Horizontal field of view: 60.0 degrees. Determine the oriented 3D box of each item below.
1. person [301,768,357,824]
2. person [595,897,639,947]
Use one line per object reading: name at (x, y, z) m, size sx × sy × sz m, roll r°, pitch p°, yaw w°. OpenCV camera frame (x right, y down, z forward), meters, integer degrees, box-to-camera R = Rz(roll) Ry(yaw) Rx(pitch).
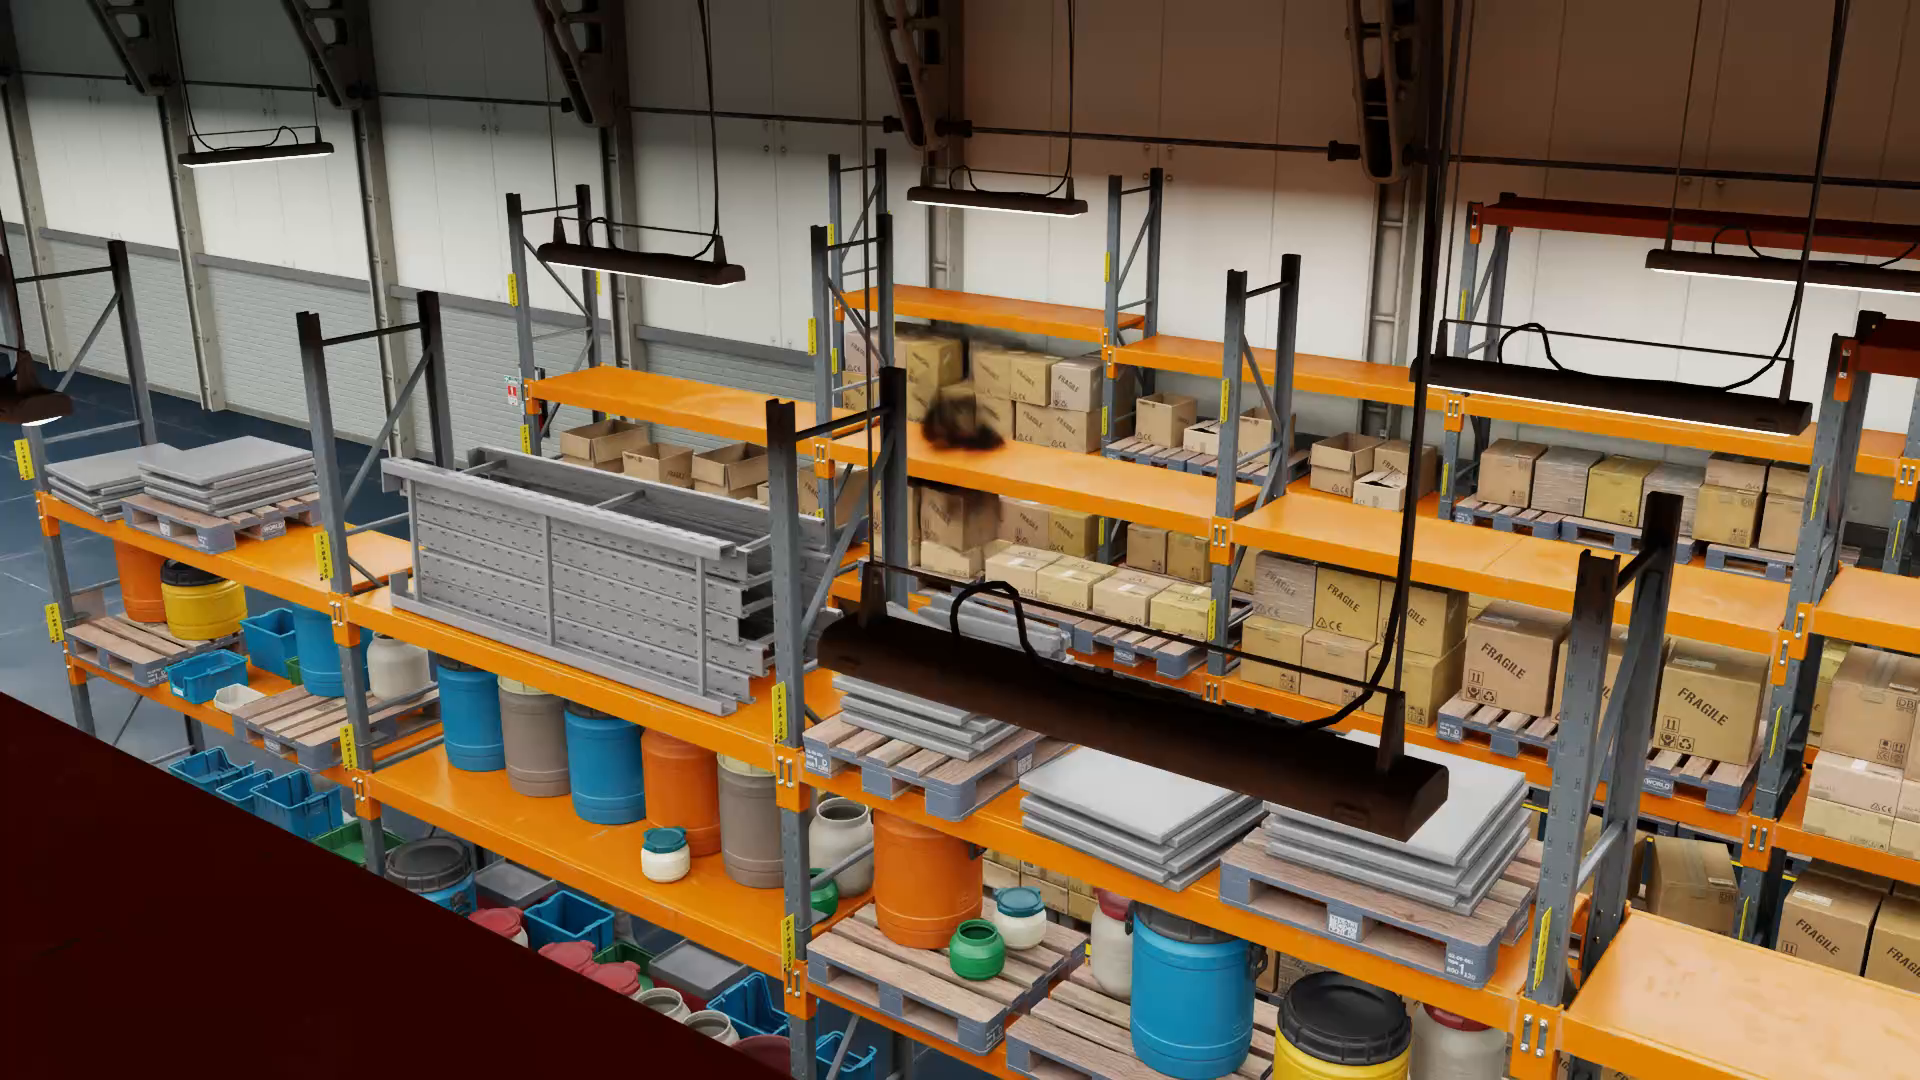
person at (-6.014, 2.251, 15.859) m, size 0.763 × 1.662 × 0.586 m, roll 6°, pitch 19°, yaw 17°
person at (-2.810, 2.921, 13.665) m, size 0.864 × 1.810 × 0.579 m, roll 10°, pitch 21°, yaw 28°
